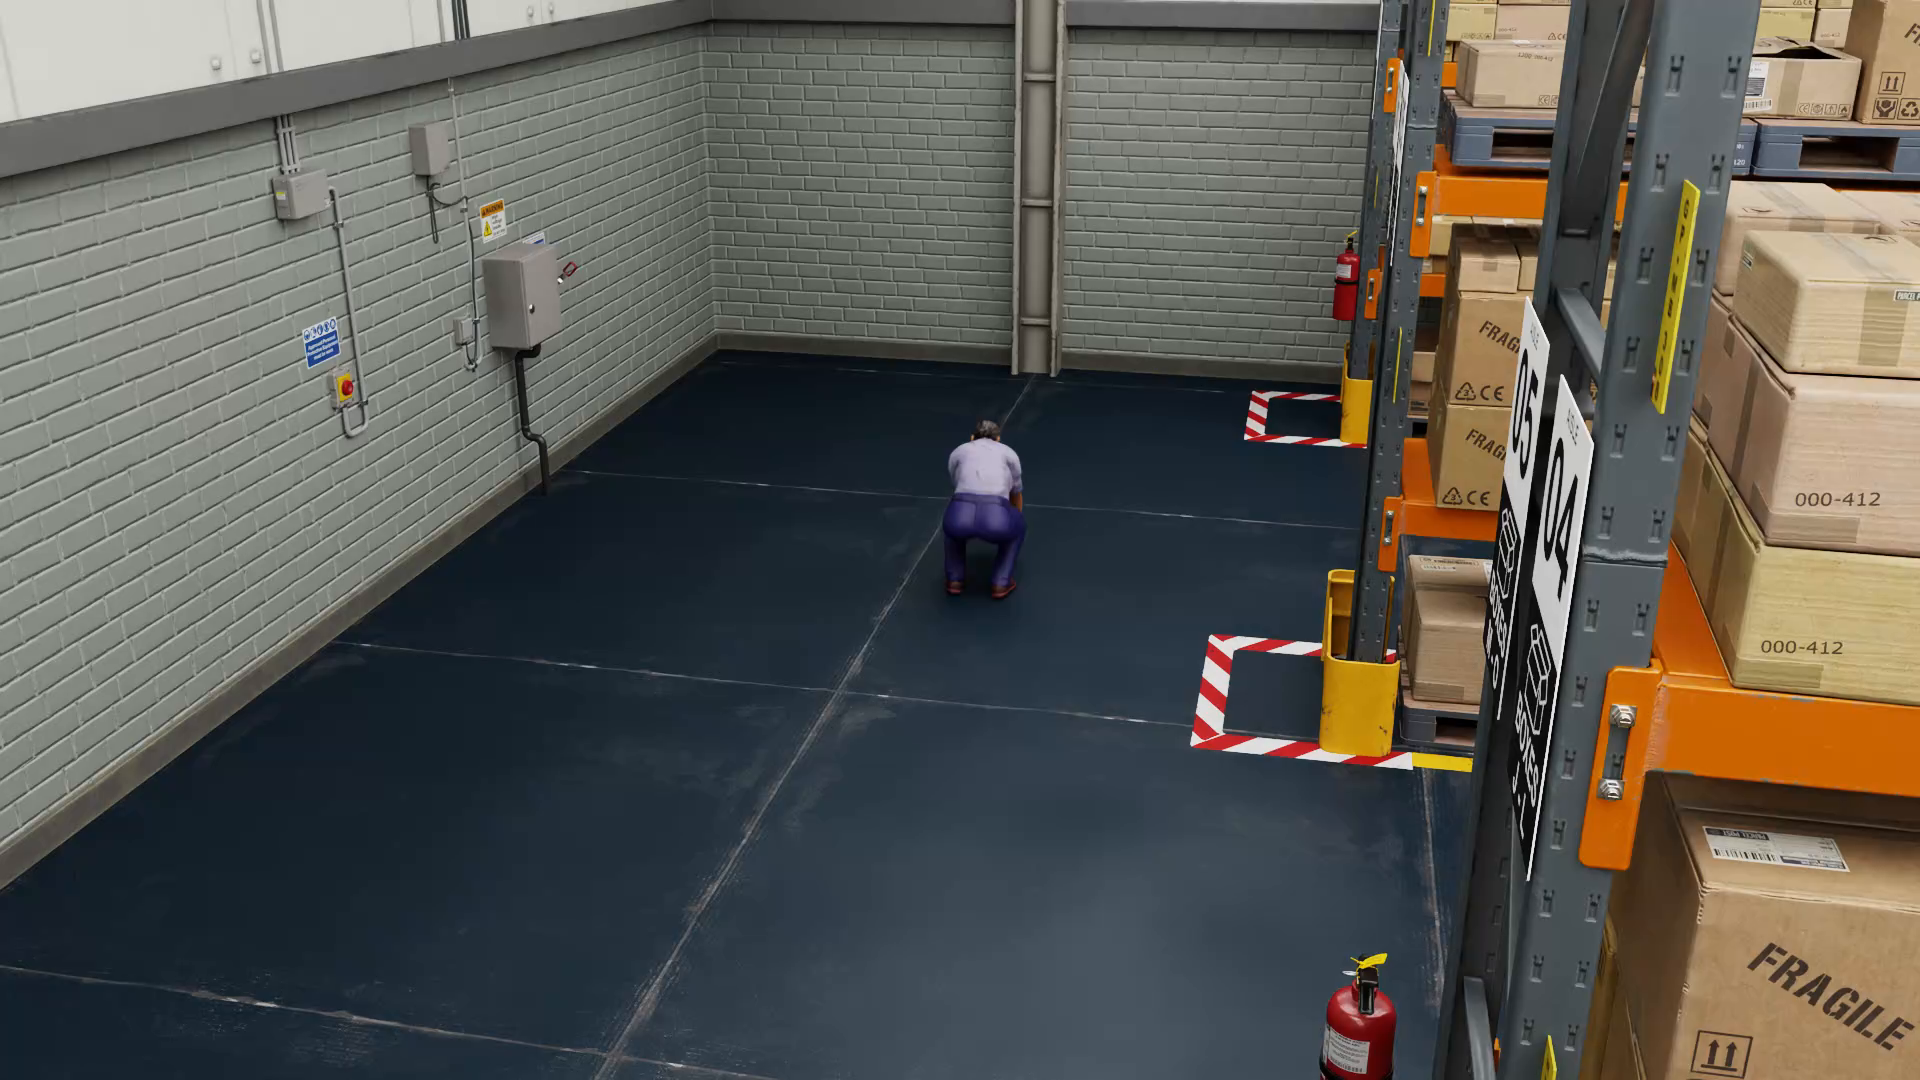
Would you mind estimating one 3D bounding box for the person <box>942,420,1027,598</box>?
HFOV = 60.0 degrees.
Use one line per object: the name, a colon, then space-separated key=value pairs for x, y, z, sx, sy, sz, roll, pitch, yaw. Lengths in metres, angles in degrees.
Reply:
person: x=0.141 y=-0.147 z=10.047 sx=0.511 sy=0.868 sz=0.860 roll=4 pitch=22 yaw=10
